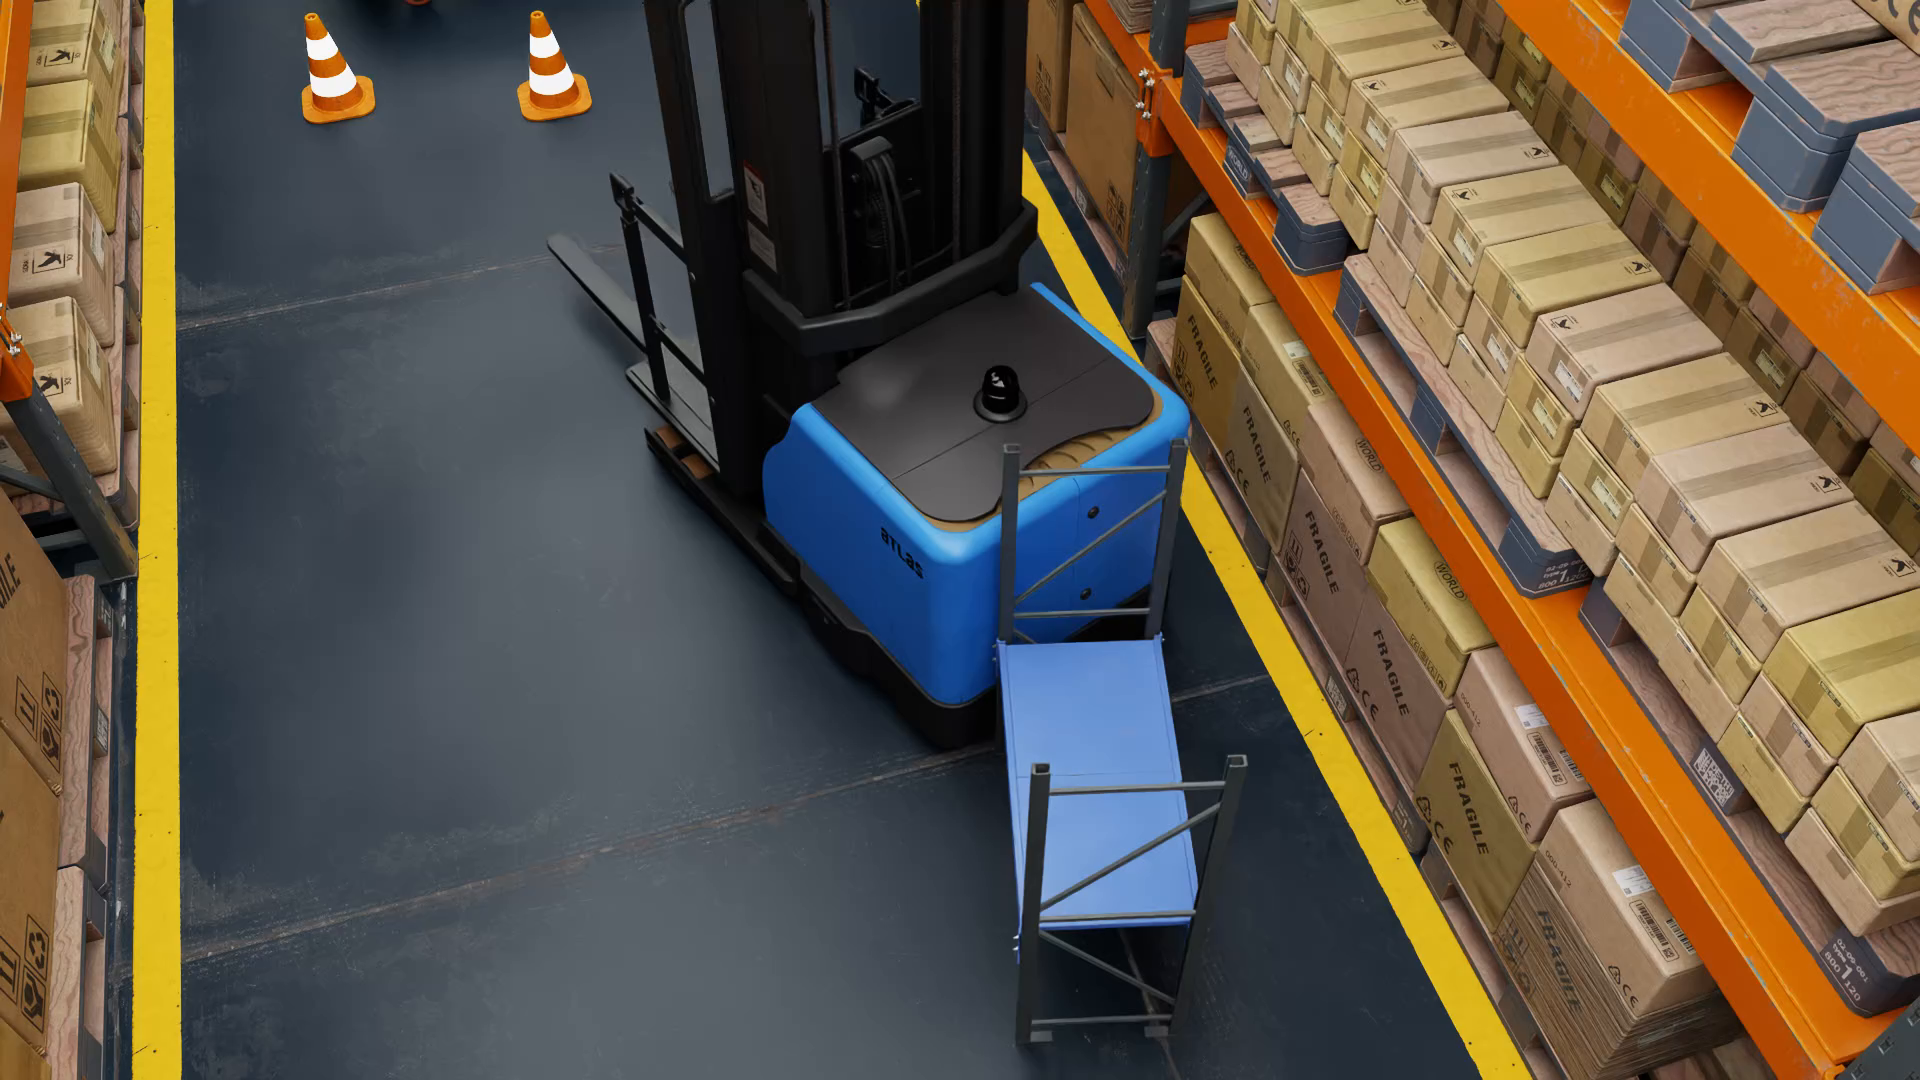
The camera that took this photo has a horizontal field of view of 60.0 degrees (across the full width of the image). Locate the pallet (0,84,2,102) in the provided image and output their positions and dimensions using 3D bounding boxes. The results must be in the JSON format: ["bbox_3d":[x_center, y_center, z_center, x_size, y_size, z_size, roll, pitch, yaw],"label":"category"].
[{"bbox_3d":[-3.837,-1.193,5.419,1.213,0.211,1.003,-13,51,-11],"label":"pallet"}]

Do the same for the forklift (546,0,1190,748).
[{"bbox_3d":[-0.561,-1.327,5.452,1.130,2.935,3.031,-31,56,-23],"label":"forklift"}]

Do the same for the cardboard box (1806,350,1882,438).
[{"bbox_3d":[2.371,-0.428,4.149,0.380,0.149,0.250,-14,51,-11],"label":"cardboard box"}]

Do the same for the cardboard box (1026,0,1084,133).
[{"bbox_3d":[0.819,-2.465,7.563,1.050,0.750,0.750,-13,51,-10],"label":"cardboard box"}]

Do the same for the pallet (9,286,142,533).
[{"bbox_3d":[-3.754,-0.431,6.475,1.003,0.211,1.213,-13,51,-11],"label":"pallet"}]

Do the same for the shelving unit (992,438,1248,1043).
[{"bbox_3d":[0.392,0.615,4.751,0.538,1.500,1.048,-2,50,-2],"label":"shelving unit"}]

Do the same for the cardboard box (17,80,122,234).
[{"bbox_3d":[-4.126,-1.554,7.042,0.950,0.372,0.625,-12,51,-10],"label":"cardboard box"}]

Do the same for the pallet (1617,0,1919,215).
[{"bbox_3d":[1.967,-1.168,3.434,1.213,0.211,1.003,-13,51,-11],"label":"pallet"}]

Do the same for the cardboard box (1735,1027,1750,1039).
[{"bbox_3d":[2.392,1.041,4.771,0.500,0.500,0.500,-12,51,-10],"label":"cardboard box"}]

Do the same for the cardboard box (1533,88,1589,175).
[{"bbox_3d":[1.990,-1.275,5.058,0.380,0.149,0.250,-13,51,-11],"label":"cardboard box"}]

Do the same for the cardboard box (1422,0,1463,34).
[{"bbox_3d":[1.756,-1.844,5.538,0.380,0.149,0.250,-12,51,-10],"label":"cardboard box"}]

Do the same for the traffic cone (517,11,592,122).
[{"bbox_3d":[-1.962,-2.287,7.876,0.336,0.463,0.334,-13,51,-11],"label":"traffic cone"}]

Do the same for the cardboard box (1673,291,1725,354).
[{"bbox_3d":[2.218,-0.613,4.695,0.380,0.149,0.250,-15,52,-13],"label":"cardboard box"}]

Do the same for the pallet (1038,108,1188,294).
[{"bbox_3d":[1.013,-1.646,7.499,1.003,0.211,1.213,-13,51,-11],"label":"pallet"}]

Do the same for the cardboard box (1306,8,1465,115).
[{"bbox_3d":[1.276,-1.441,5.003,0.380,0.149,0.250,-14,51,-11],"label":"cardboard box"}]

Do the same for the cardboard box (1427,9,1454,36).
[{"bbox_3d":[1.760,-1.750,5.653,0.380,0.149,0.250,-13,51,-10],"label":"cardboard box"}]

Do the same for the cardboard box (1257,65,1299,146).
[{"bbox_3d":[1.193,-1.438,5.390,0.380,0.149,0.250,-11,51,-9],"label":"cardboard box"}]

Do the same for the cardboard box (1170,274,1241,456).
[{"bbox_3d":[1.140,-0.707,6.244,0.500,0.500,0.500,-15,52,-13],"label":"cardboard box"}]

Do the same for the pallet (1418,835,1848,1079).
[{"bbox_3d":[2.126,1.300,5.016,1.003,0.211,1.213,-13,51,-11],"label":"pallet"}]

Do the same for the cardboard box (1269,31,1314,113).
[{"bbox_3d":[1.208,-1.506,5.253,0.380,0.149,0.250,-11,51,-9],"label":"cardboard box"}]

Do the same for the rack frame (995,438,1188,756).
[{"bbox_3d":[0.369,0.227,5.078,0.500,1.500,0.032,-2,50,-2],"label":"rack frame"}]

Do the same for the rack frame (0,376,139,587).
[{"bbox_3d":[-3.524,-0.759,4.928,1.000,3.000,0.127,-13,51,-11],"label":"rack frame"}]

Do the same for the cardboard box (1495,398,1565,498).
[{"bbox_3d":[1.663,-0.281,4.414,0.380,0.149,0.250,-11,51,-9],"label":"cardboard box"}]

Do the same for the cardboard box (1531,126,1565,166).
[{"bbox_3d":[1.978,-1.197,5.187,0.380,0.149,0.250,-14,51,-11],"label":"cardboard box"}]

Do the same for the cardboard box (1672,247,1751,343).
[{"bbox_3d":[2.216,-0.714,4.585,0.380,0.149,0.250,-14,51,-12],"label":"cardboard box"}]

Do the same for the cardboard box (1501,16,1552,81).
[{"bbox_3d":[1.907,-1.568,5.111,0.380,0.149,0.250,-12,51,-10],"label":"cardboard box"}]

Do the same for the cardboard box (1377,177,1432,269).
[{"bbox_3d":[1.438,-0.945,4.780,0.380,0.149,0.250,-13,51,-11],"label":"cardboard box"}]

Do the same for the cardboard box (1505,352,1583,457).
[{"bbox_3d":[1.658,-0.388,4.311,0.380,0.149,0.250,-13,51,-11],"label":"cardboard box"}]

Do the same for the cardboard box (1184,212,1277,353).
[{"bbox_3d":[1.147,-0.965,5.971,0.500,0.250,0.500,-15,52,-13],"label":"cardboard box"}]

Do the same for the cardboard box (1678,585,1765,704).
[{"bbox_3d":[1.902,0.200,3.815,0.380,0.149,0.250,-11,51,-9],"label":"cardboard box"}]

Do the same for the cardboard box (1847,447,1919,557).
[{"bbox_3d":[2.448,-0.139,4.100,0.380,0.149,0.250,-15,52,-13],"label":"cardboard box"}]

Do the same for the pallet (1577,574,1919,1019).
[{"bbox_3d":[2.270,0.441,4.042,1.003,0.211,1.213,-13,51,-11],"label":"pallet"}]

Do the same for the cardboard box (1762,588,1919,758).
[{"bbox_3d":[1.972,0.279,3.554,0.380,0.149,0.250,-15,51,-12],"label":"cardboard box"}]

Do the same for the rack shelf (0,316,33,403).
[{"bbox_3d":[-2.933,0.934,3.971,1.077,0.370,4.000,-13,51,-11],"label":"rack shelf"}]

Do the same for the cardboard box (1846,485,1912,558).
[{"bbox_3d":[2.449,-0.044,4.215,0.380,0.149,0.250,-13,51,-11],"label":"cardboard box"}]

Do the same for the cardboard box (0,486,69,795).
[{"bbox_3d":[-3.399,0.314,5.138,0.875,0.875,0.875,-14,51,-11],"label":"cardboard box"}]

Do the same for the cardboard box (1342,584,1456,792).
[{"bbox_3d":[1.599,0.406,5.306,0.500,0.500,0.500,-14,51,-12],"label":"cardboard box"}]

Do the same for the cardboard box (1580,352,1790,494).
[{"bbox_3d":[1.750,-0.282,4.027,0.380,0.149,0.250,-15,51,-12],"label":"cardboard box"}]

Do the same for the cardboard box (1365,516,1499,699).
[{"bbox_3d":[1.587,0.150,5.031,0.500,0.250,0.500,-15,52,-13],"label":"cardboard box"}]

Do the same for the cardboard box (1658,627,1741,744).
[{"bbox_3d":[1.902,0.298,3.926,0.380,0.149,0.250,-13,51,-11],"label":"cardboard box"}]

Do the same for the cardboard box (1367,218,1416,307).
[{"bbox_3d":[1.436,-0.850,4.894,0.380,0.149,0.250,-12,51,-10],"label":"cardboard box"}]

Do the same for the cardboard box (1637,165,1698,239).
[{"bbox_3d":[2.138,-0.998,4.630,0.380,0.149,0.250,-11,51,-9],"label":"cardboard box"}]

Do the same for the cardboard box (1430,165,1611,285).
[{"bbox_3d":[1.516,-0.857,4.511,0.380,0.149,0.250,-12,51,-10],"label":"cardboard box"}]
